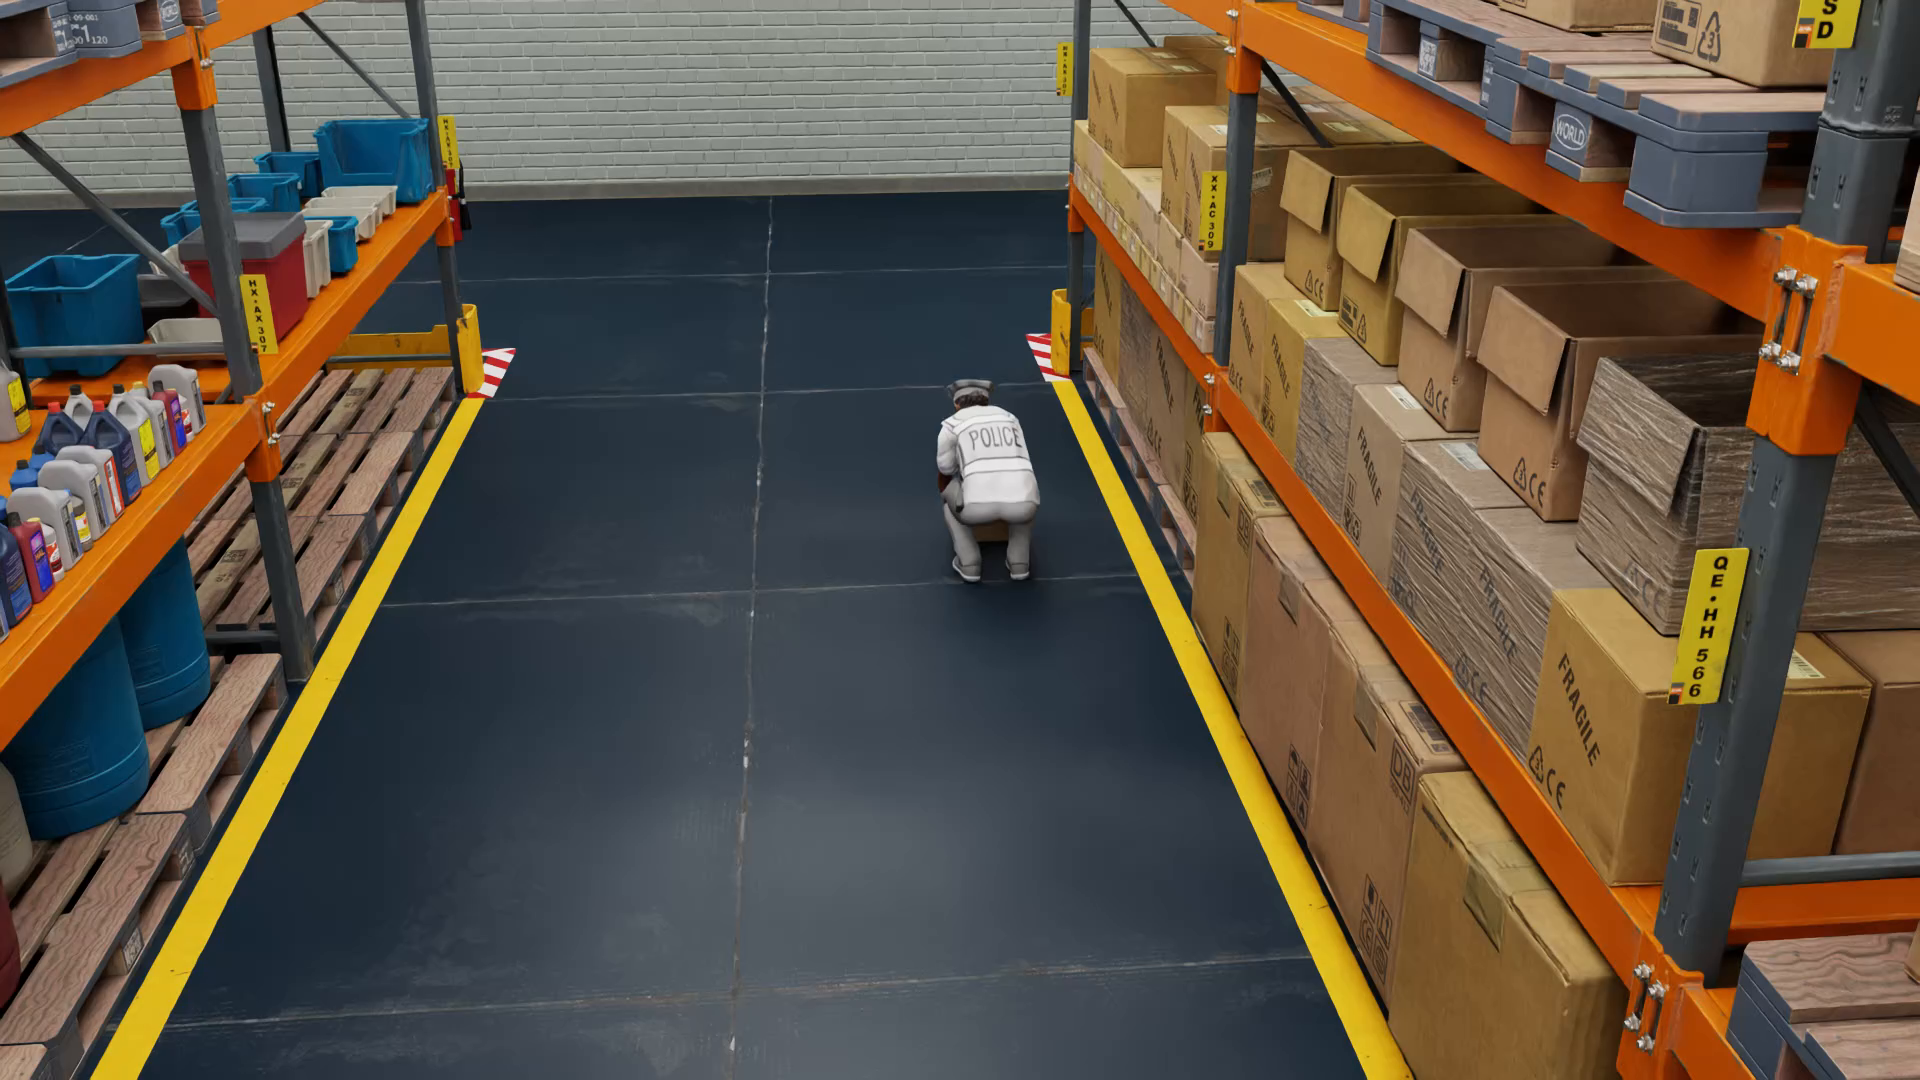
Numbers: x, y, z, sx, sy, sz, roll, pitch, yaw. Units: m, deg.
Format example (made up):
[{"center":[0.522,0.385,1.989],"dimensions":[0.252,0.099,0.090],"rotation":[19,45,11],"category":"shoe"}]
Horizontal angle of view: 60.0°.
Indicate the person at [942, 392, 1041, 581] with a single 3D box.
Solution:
[{"center":[0.140,-0.324,8.268],"dimensions":[0.466,0.908,0.905],"rotation":[-3,24,-8],"category":"person"}]
